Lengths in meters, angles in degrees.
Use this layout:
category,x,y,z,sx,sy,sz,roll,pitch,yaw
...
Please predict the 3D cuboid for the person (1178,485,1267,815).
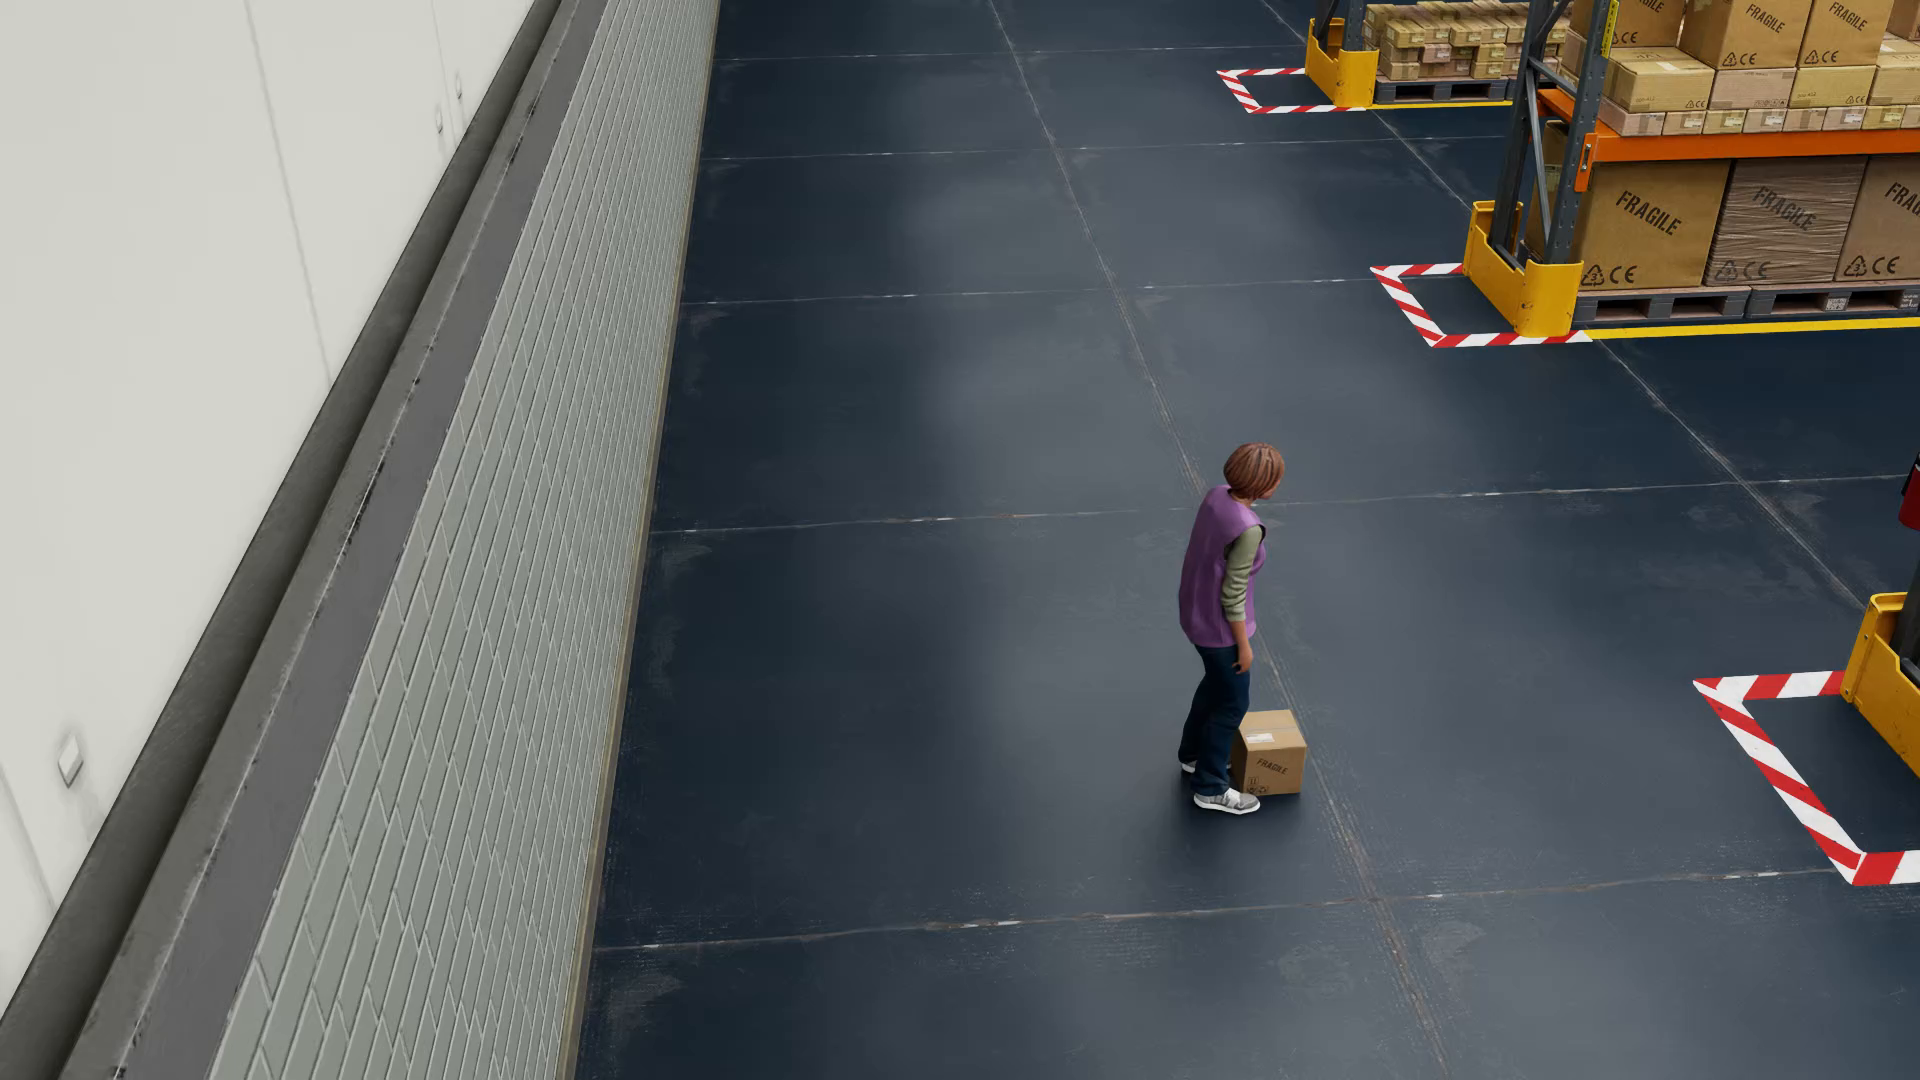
category,x,y,z,sx,sy,sz,roll,pitch,yaw
person,2.944,2.126,2.151,2.805,3.194,10.346,-4,32,-7
